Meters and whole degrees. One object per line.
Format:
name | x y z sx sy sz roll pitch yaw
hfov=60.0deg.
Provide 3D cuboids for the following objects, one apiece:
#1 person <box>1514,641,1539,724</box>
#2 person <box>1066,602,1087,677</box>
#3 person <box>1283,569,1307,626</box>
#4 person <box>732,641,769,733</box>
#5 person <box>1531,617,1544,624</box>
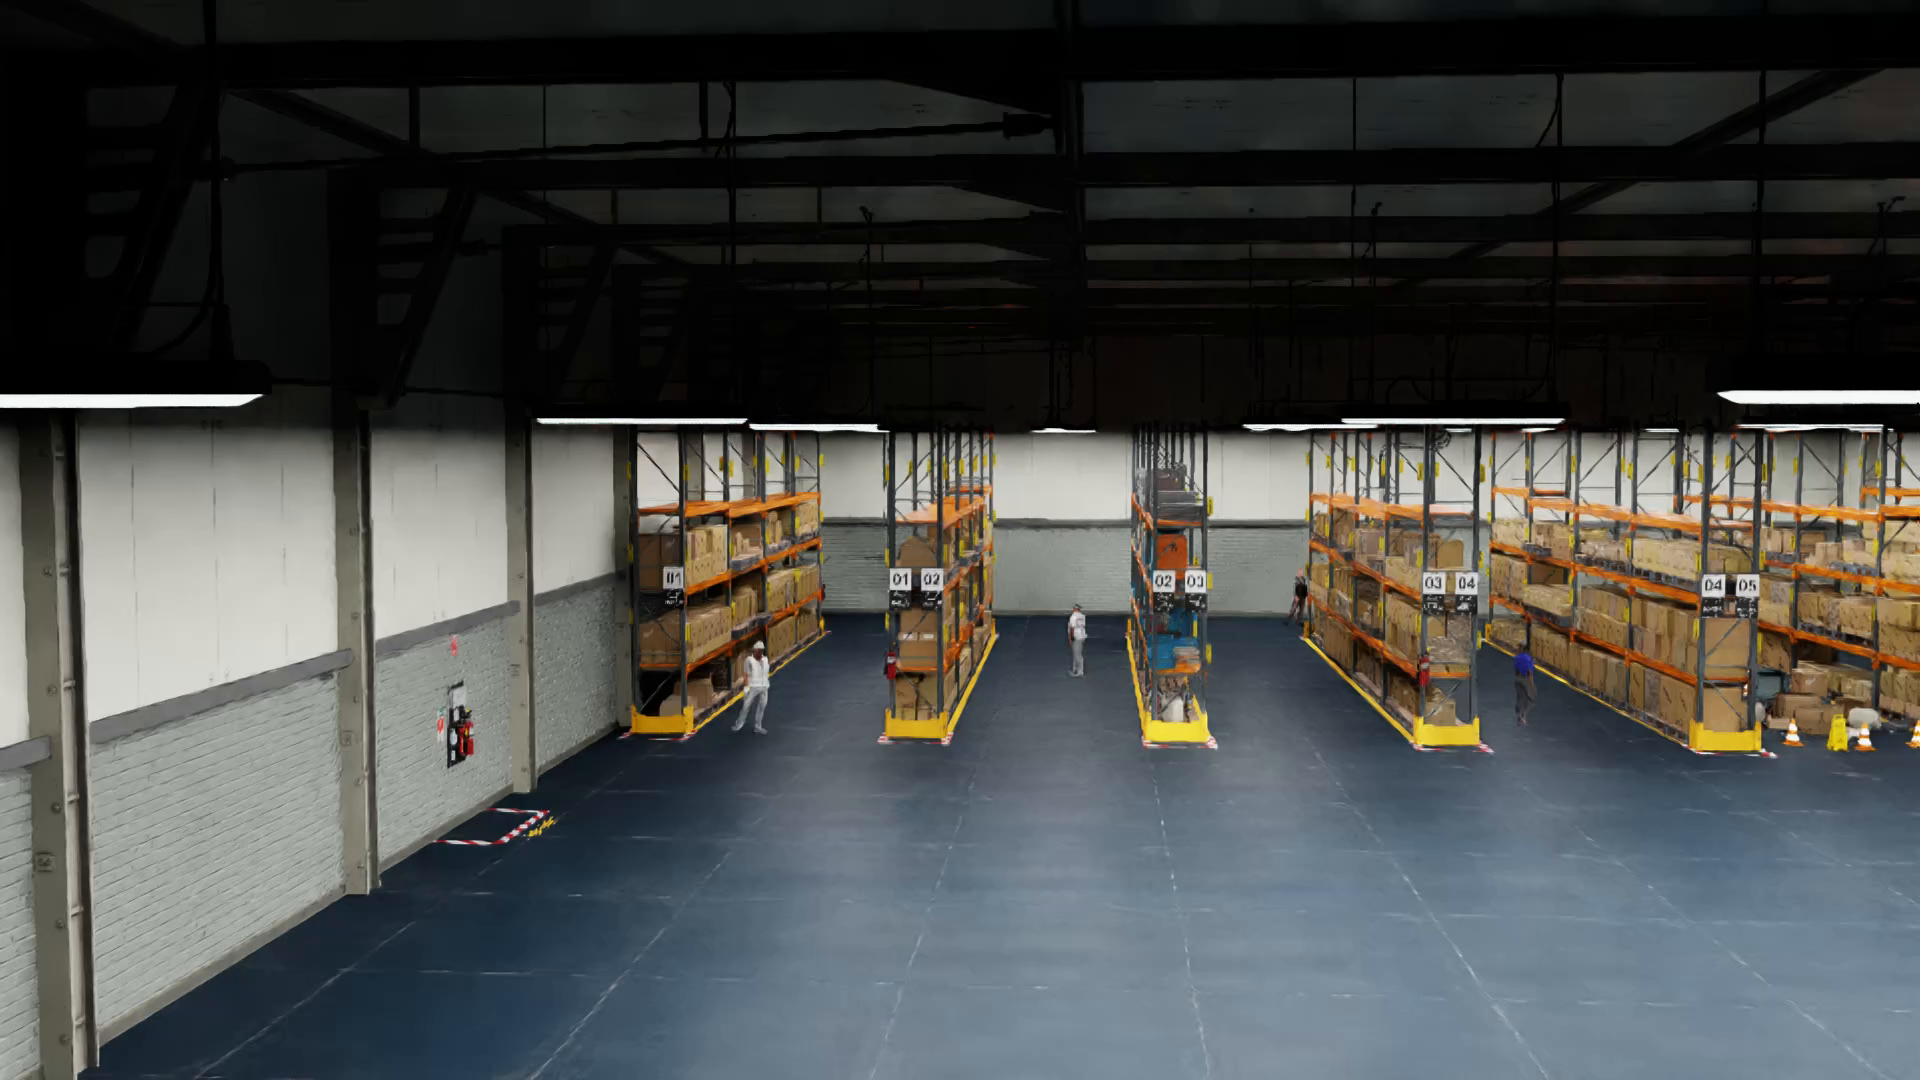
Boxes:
person | 11.121 2.820 32.785 0.423 1.655 0.508 -2 4 -24
person | 2.736 2.344 39.350 0.596 1.746 0.668 2 4 30
person | 10.064 1.715 49.885 0.728 1.714 0.511 -3 5 -39
person | -4.001 2.818 31.876 0.741 1.773 0.523 -3 4 -36
person | 17.013 1.801 49.044 0.553 1.650 0.584 3 5 41
